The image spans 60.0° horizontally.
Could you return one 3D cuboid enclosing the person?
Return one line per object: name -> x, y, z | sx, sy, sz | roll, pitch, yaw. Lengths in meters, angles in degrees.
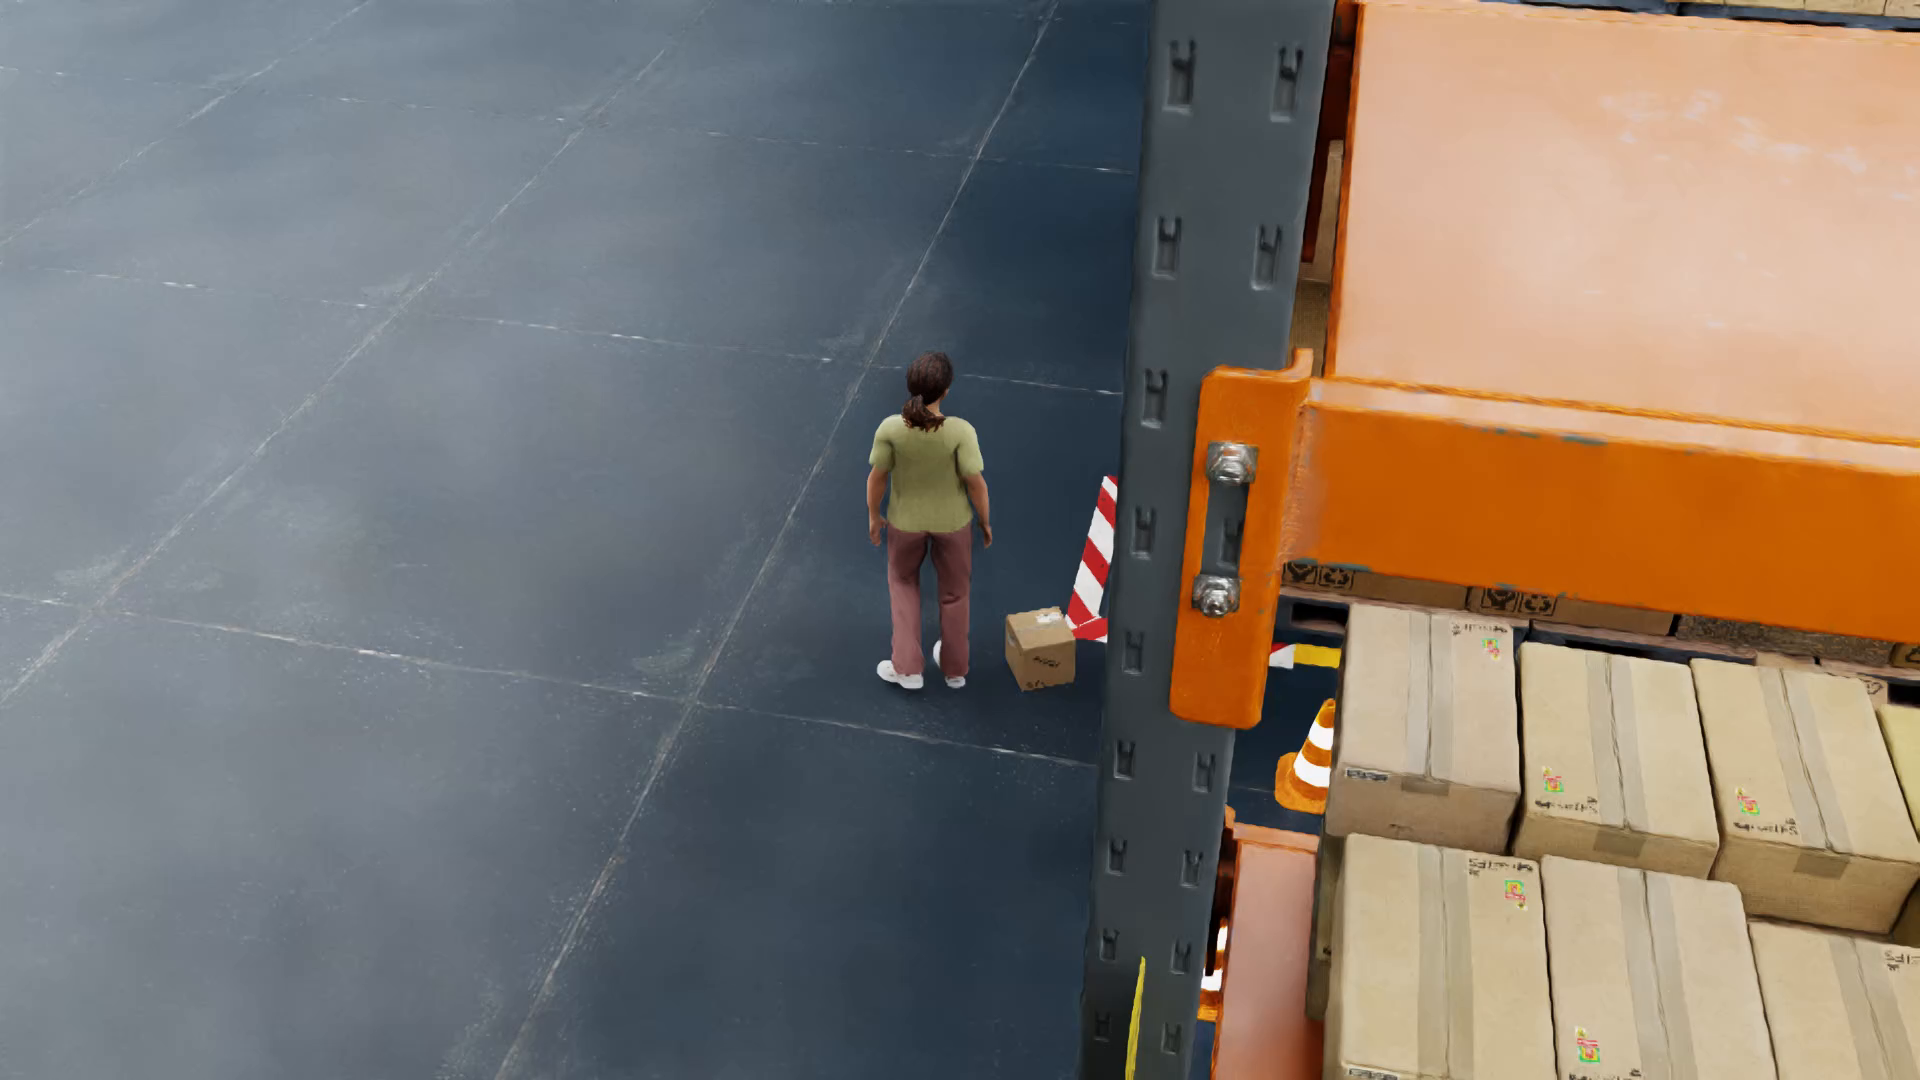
person -> -0.126, 0.049, 7.120 | 0.528, 1.418, 0.394 | 1, 37, 2
